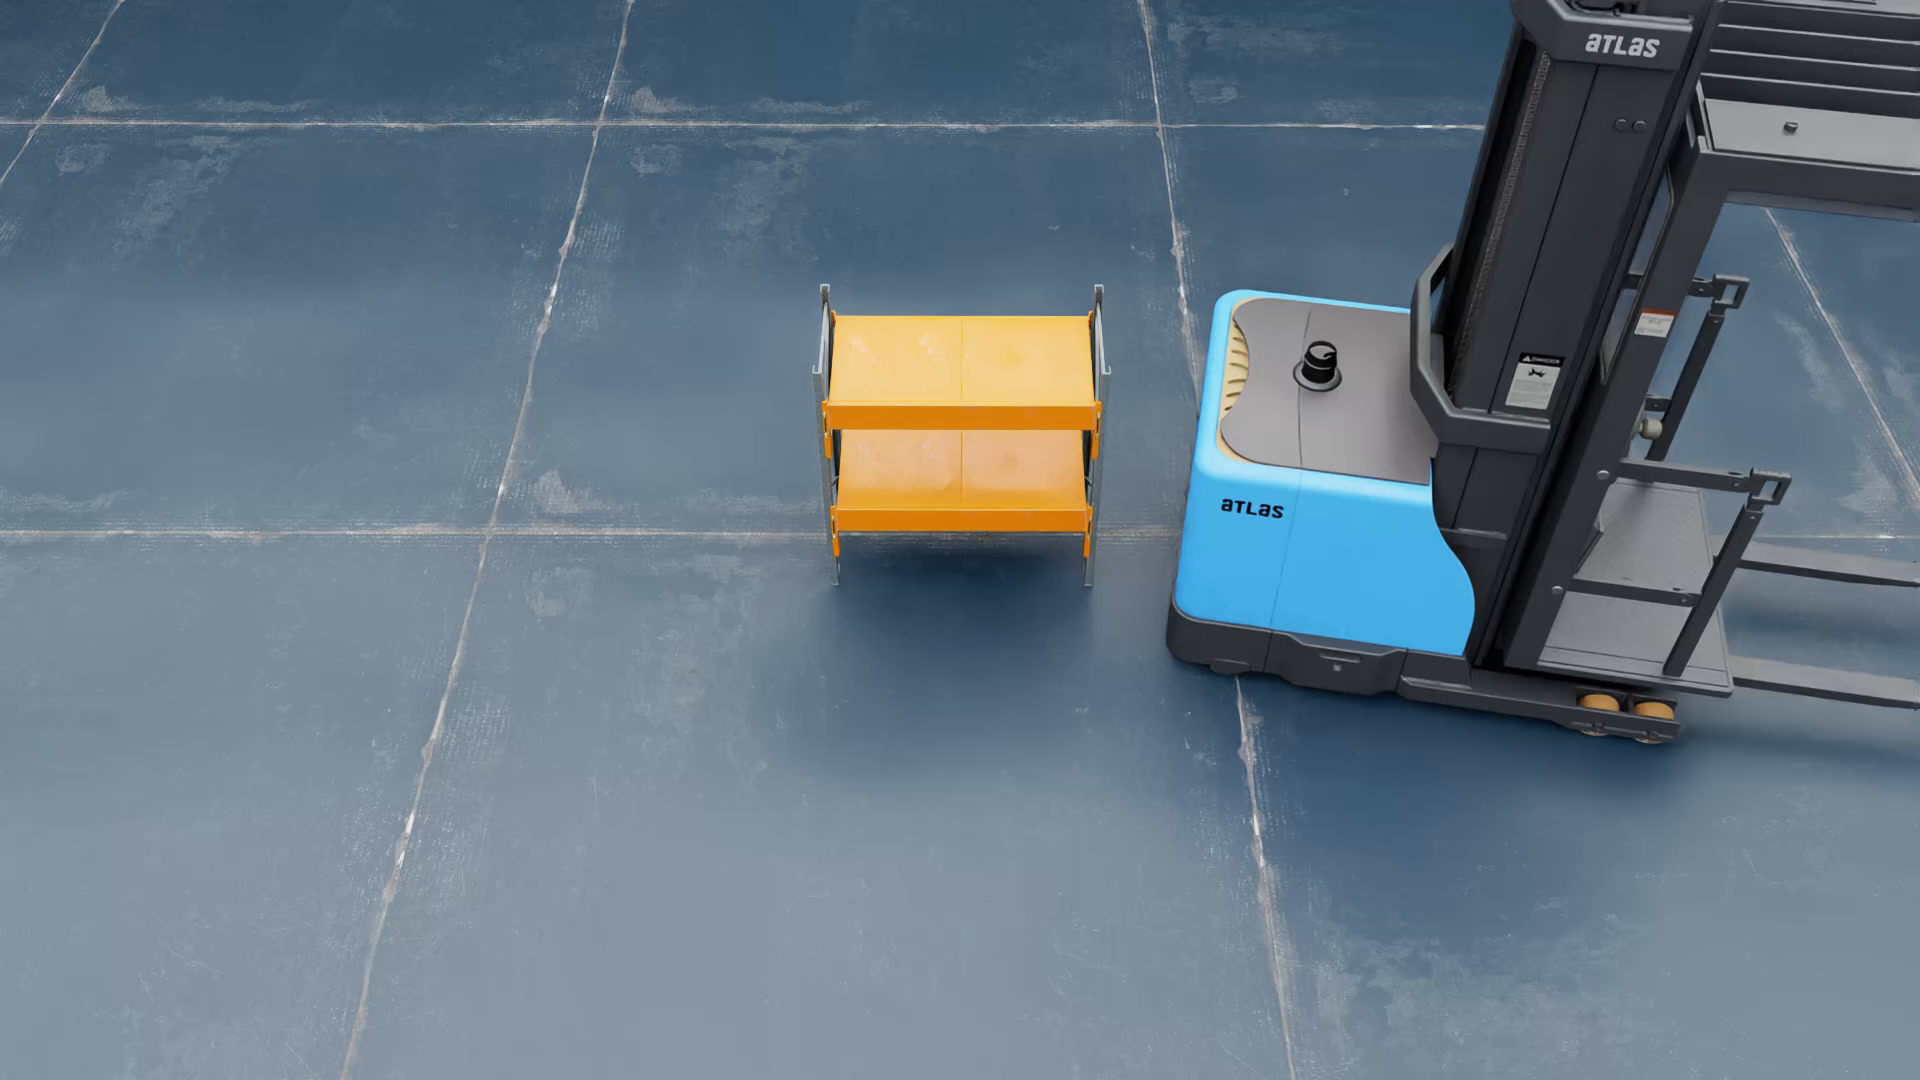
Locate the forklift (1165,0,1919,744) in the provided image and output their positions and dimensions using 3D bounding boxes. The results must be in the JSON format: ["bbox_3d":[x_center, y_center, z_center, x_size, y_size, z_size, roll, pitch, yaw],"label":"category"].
[{"bbox_3d":[2.356,-0.673,5.455,3.031,2.935,1.130,8,48,7],"label":"forklift"}]

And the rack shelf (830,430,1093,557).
[{"bbox_3d":[0.007,-0.217,6.598,1.000,0.278,0.538,0,47,0],"label":"rack shelf"}]

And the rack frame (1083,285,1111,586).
[{"bbox_3d":[0.515,-0.382,6.418,0.032,1.125,0.500,0,47,0],"label":"rack frame"}]

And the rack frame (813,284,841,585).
[{"bbox_3d":[-0.502,-0.385,6.420,0.032,1.125,0.500,0,47,0],"label":"rack frame"}]

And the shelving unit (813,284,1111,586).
[{"bbox_3d":[0.007,-0.383,6.419,1.048,1.125,0.538,0,47,0],"label":"shelving unit"}]

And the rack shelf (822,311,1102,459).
[{"bbox_3d":[0.007,-0.583,6.205,1.000,0.278,0.538,0,47,0],"label":"rack shelf"}]
